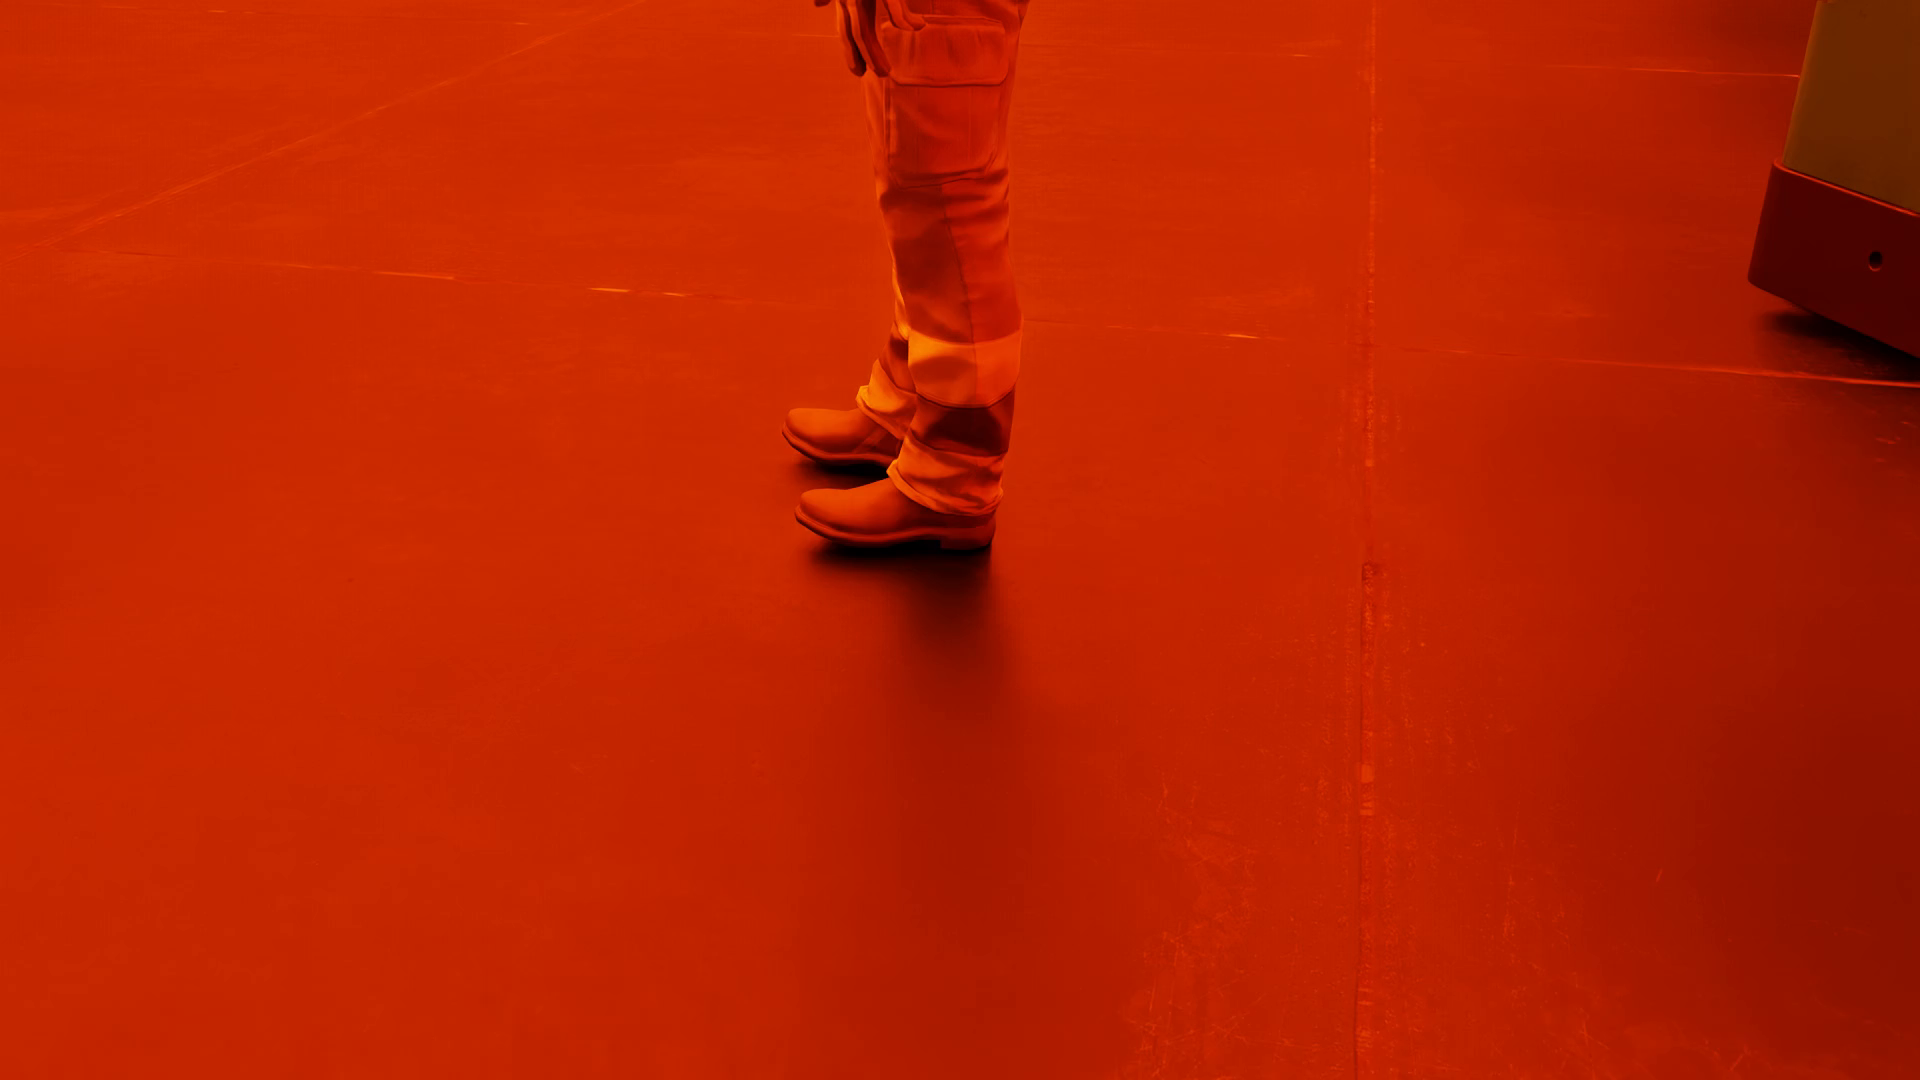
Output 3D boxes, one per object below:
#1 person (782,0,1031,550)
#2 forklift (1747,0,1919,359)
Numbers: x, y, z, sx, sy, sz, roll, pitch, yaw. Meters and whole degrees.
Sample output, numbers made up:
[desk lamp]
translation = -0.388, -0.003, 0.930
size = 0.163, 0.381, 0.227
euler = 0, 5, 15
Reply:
[person]
translation = -0.075, -0.819, 2.120
size = 0.564, 1.787, 0.637
euler = 6, 27, 11
[forklift]
translation = 3.177, -1.754, 2.723
size = 3.031, 2.935, 1.130
euler = -7, 28, -14
